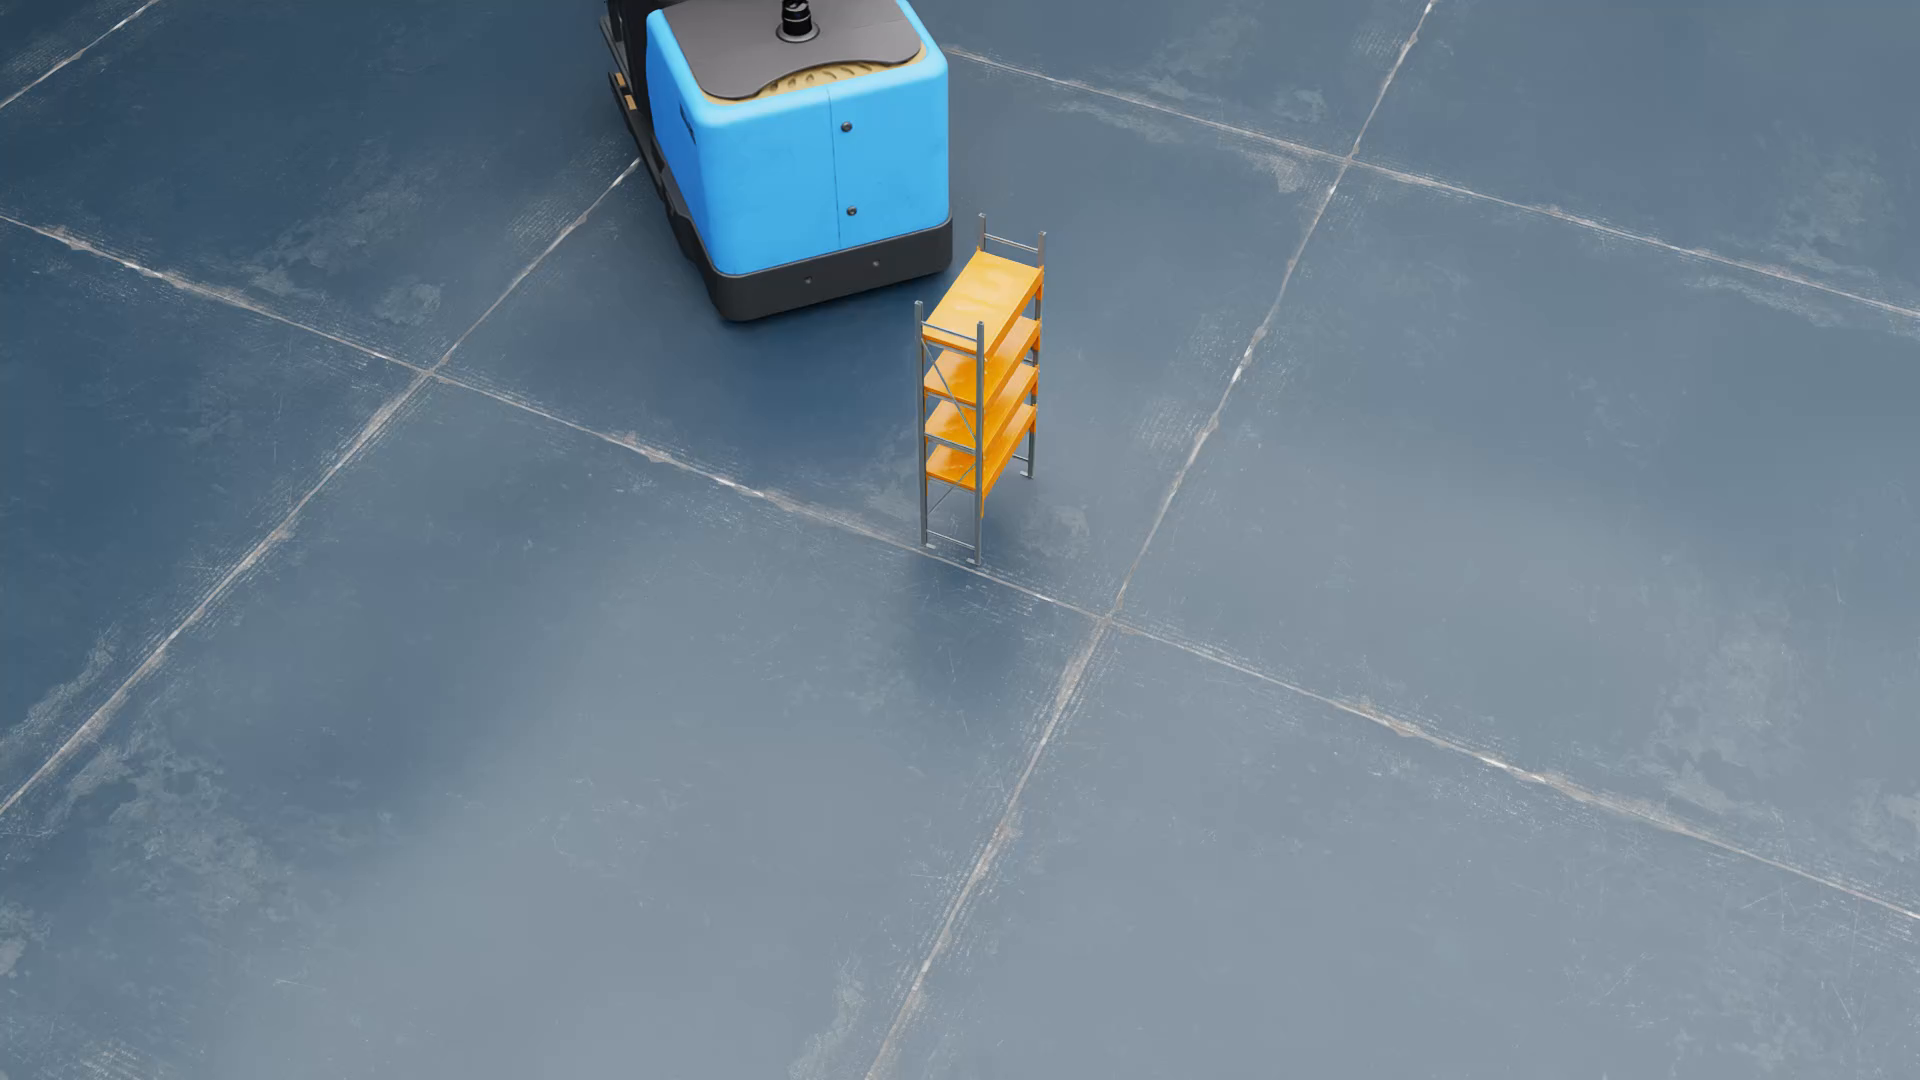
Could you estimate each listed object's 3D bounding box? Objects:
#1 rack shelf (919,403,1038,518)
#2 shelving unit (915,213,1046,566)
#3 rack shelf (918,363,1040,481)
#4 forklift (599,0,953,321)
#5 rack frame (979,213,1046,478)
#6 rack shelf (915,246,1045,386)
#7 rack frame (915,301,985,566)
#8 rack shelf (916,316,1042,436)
[{"bbox_3d":[0.071,-0.331,6.092,0.258,0.148,0.480,20,52,16],"label":"rack shelf"},{"bbox_3d":[0.071,-0.503,5.890,0.258,1.200,0.503,20,52,16],"label":"shelving unit"},{"bbox_3d":[0.071,-0.459,5.941,0.258,0.148,0.480,20,52,16],"label":"rack shelf"},{"bbox_3d":[-1.040,-3.009,6.886,1.130,2.935,3.031,-17,52,-14],"label":"forklift"},{"bbox_3d":[0.175,-0.671,6.033,0.240,1.200,0.015,20,52,16],"label":"rack frame"},{"bbox_3d":[0.071,-0.757,5.591,0.258,0.148,0.480,20,52,16],"label":"rack shelf"},{"bbox_3d":[-0.034,-0.335,5.747,0.240,1.200,0.015,20,52,16],"label":"rack frame"},{"bbox_3d":[0.071,-0.604,5.771,0.258,0.148,0.480,20,52,16],"label":"rack shelf"}]
